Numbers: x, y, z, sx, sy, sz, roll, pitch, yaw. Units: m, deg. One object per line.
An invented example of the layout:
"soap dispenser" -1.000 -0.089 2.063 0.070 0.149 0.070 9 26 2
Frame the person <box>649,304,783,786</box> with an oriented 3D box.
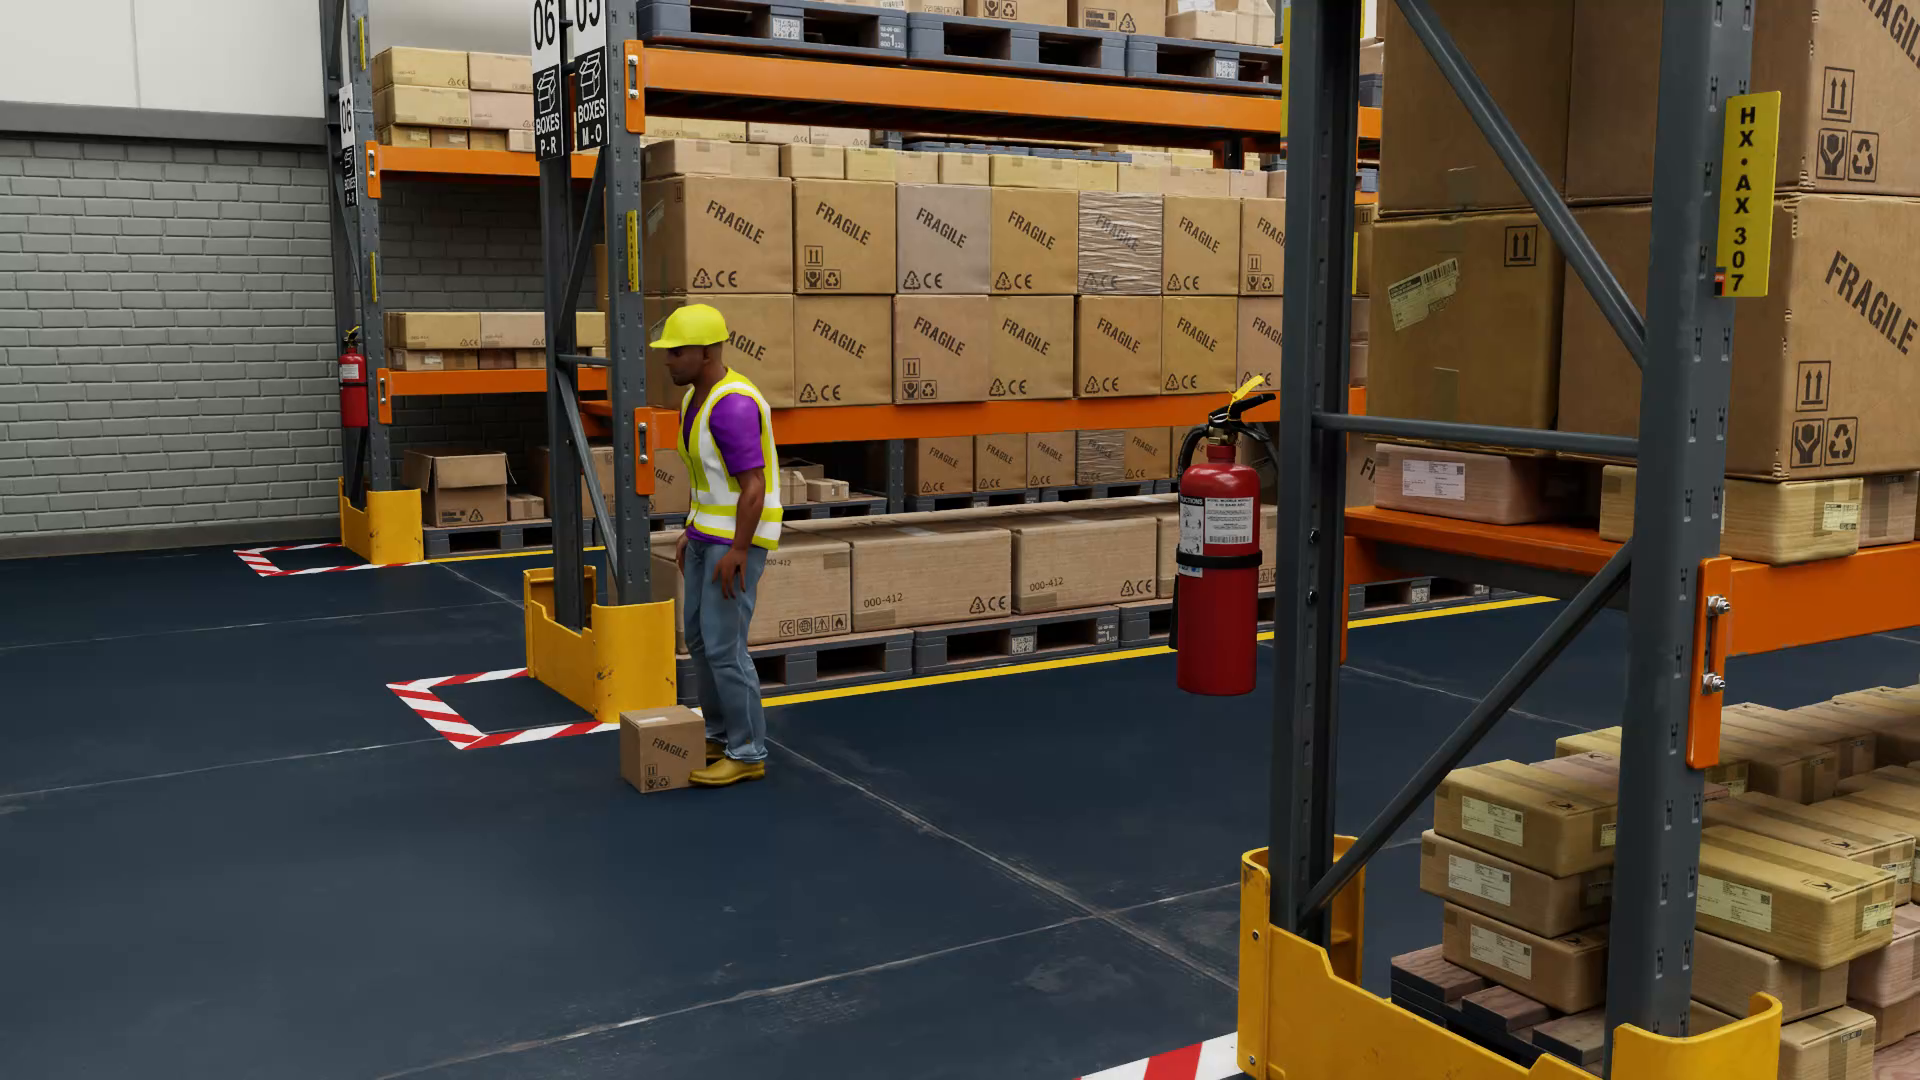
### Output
"person" -0.909 0.011 6.176 0.462 1.761 0.628 -4 9 -26
